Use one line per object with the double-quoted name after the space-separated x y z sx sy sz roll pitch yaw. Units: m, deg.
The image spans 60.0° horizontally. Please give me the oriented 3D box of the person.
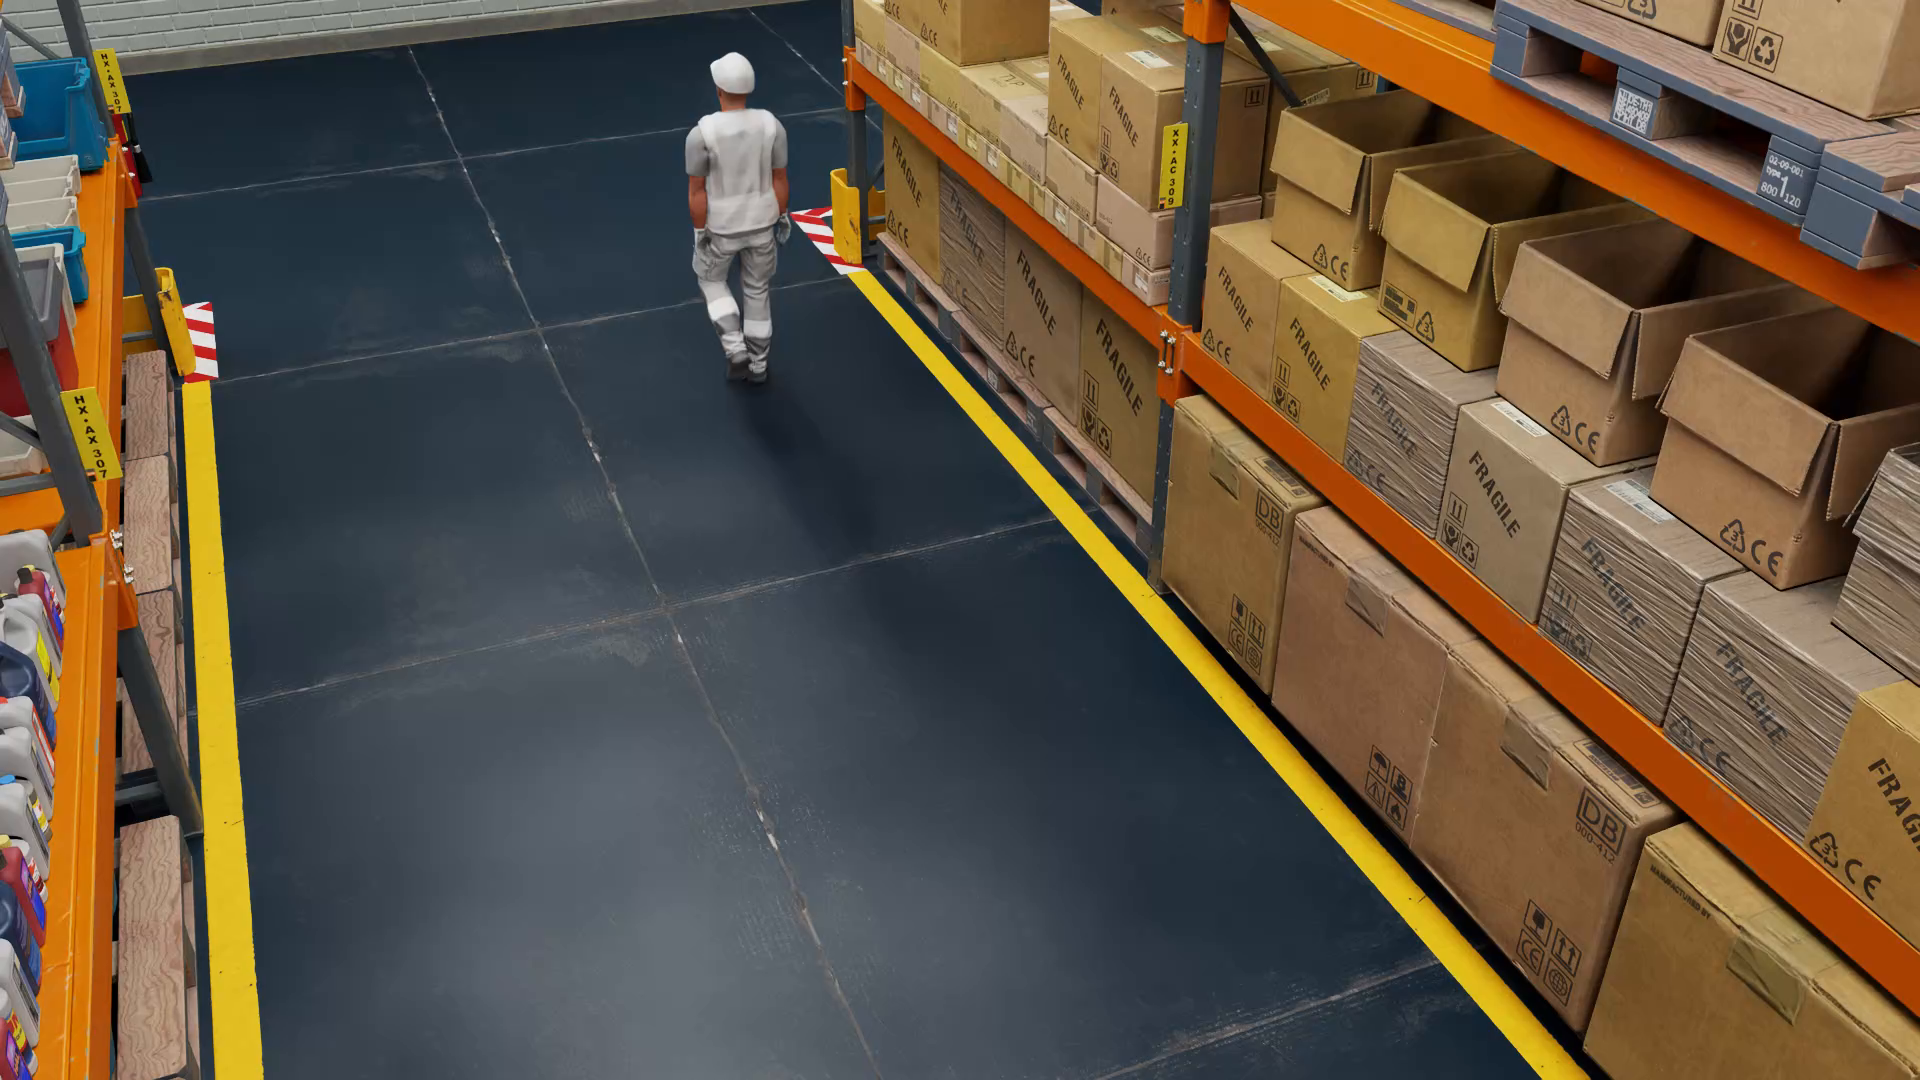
-1.126 -1.623 8.554 0.543 1.782 0.500 -11 35 -16 "person"
